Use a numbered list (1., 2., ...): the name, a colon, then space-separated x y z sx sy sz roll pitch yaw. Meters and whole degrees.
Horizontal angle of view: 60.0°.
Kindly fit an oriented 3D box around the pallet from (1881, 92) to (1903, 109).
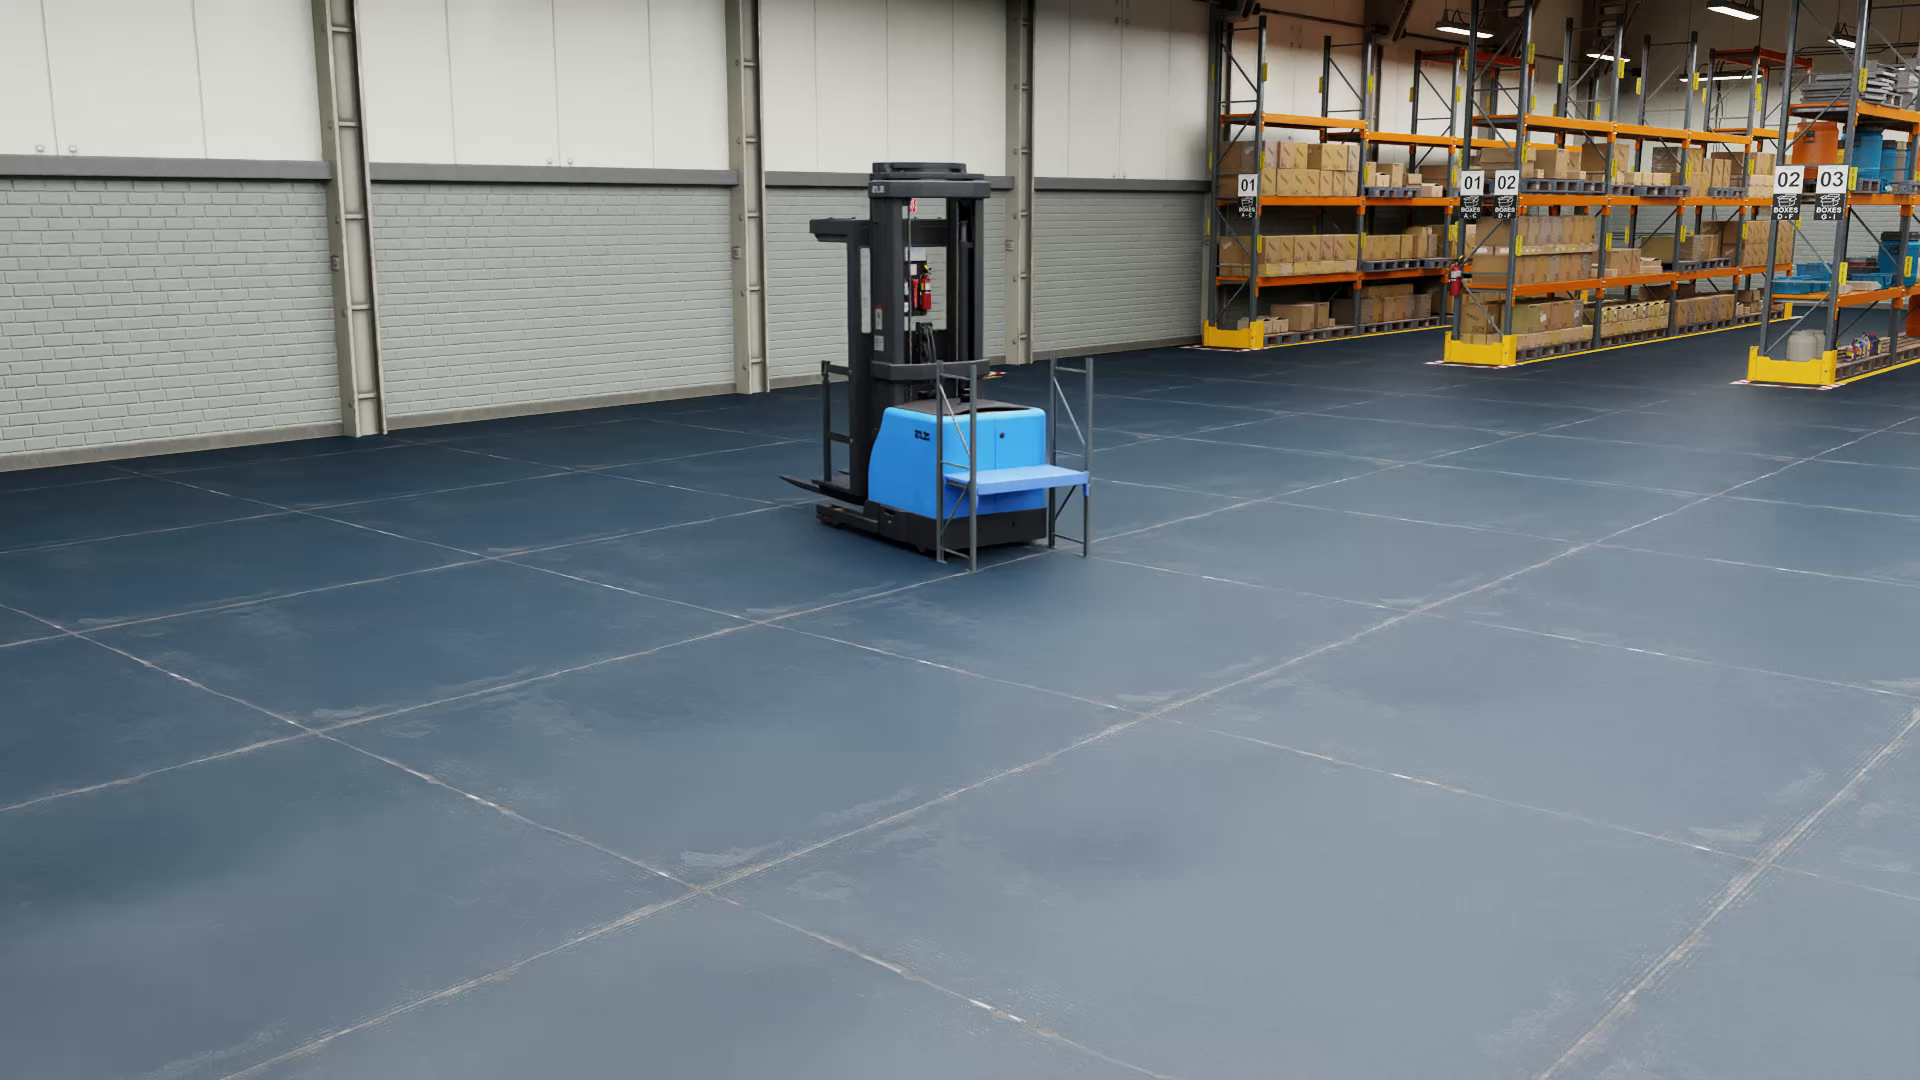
1. pallet: 13.893 -6.792 25.743 1.003 0.211 1.213 10 15 40

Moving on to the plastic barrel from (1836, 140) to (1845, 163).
1. plastic barrel: 13.238 -5.808 25.423 0.600 0.588 0.600 0 11 0

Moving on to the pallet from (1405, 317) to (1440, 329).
1. pallet: 9.903 -4.831 36.859 1.003 0.211 1.213 10 15 40

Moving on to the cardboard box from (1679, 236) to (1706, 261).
1. cardboard box: 15.222 -6.145 34.992 0.500 0.500 0.700 -9 14 -37

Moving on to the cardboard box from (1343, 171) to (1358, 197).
1. cardboard box: 7.631 -7.148 33.374 0.500 0.500 0.500 10 15 42

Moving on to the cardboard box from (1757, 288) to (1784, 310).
1. cardboard box: 19.251 -5.728 39.491 0.500 0.500 0.500 10 15 40

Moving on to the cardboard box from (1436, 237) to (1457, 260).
1. cardboard box: 10.933 -6.556 37.312 0.500 0.500 0.500 10 15 42

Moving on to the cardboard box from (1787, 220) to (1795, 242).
1. cardboard box: 19.337 -7.288 39.236 0.500 0.500 0.500 10 15 40

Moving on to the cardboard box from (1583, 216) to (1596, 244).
1. cardboard box: 11.215 -5.704 30.542 0.700 0.500 0.500 10 15 41

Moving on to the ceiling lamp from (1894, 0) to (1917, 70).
1. ceiling lamp: 23.073 -12.725 39.045 2.000 3.185 0.800 10 15 40

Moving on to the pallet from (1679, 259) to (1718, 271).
1. pallet: 15.424 -5.866 35.411 1.003 0.211 1.213 10 15 40

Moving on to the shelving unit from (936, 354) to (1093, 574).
1. shelving unit: 0.403 -0.589 12.329 1.048 1.500 0.538 -7 13 -31

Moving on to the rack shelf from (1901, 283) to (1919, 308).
1. rack shelf: 16.542 -4.385 29.344 1.077 0.370 4.000 10 15 40

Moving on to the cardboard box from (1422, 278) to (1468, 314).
1. cardboard box: 11.004 -5.556 37.786 0.750 0.750 0.750 10 15 40

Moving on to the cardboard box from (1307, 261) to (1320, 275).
1. cardboard box: 6.708 -5.330 32.568 0.500 0.250 0.500 10 15 41

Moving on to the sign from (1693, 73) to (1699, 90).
1. sign: 14.563 -9.079 32.905 0.100 0.325 0.005 10 15 40

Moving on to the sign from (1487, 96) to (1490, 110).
1. sign: 12.660 -10.454 39.790 0.100 0.325 0.005 10 15 40

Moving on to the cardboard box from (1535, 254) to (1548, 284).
1. cardboard box: 9.856 -4.762 29.141 0.700 0.500 0.500 10 15 41

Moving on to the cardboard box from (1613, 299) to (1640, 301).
1. cardboard box: 13.578 -4.767 33.934 0.500 0.311 0.500 10 15 42

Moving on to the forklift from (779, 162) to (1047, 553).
1. forklift: -0.540 -1.582 13.649 1.130 2.935 3.031 -7 13 -32

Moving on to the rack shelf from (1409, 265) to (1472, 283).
1. rack shelf: 11.741 -6.254 38.704 1.077 0.370 4.000 10 15 40

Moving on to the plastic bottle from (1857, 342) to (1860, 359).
1. plastic bottle: 14.305 -3.025 26.538 0.097 0.271 0.097 0 11 0

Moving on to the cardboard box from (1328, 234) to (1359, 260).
1. cardboard box: 7.700 -5.919 33.605 0.500 0.500 0.500 10 15 40

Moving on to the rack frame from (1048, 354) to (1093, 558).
1. rack frame: 0.834 -0.641 12.594 0.032 1.500 0.500 -7 13 -31

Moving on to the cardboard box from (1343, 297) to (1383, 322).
1. cardboard box: 8.557 -4.907 35.382 0.700 0.500 0.500 9 15 39

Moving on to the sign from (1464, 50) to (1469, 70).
1. sign: 8.465 -8.007 27.738 0.100 0.325 0.005 10 15 40

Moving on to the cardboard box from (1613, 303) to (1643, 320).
1. cardboard box: 12.977 -4.472 32.460 0.500 0.311 0.500 10 15 42

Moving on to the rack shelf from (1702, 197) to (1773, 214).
1. rack shelf: 18.104 -7.674 38.153 1.077 0.370 4.000 10 15 40

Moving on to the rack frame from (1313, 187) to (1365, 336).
1. rack frame: 7.780 -5.725 34.214 1.000 3.000 0.127 10 15 40

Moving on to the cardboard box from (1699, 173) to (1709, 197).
1. cardboard box: 15.086 -7.413 34.755 0.910 0.500 0.500 10 15 40

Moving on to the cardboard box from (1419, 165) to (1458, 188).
1. cardboard box: 10.691 -8.126 37.201 0.700 0.500 0.500 8 14 36

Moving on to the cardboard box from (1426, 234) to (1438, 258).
1. cardboard box: 10.118 -6.507 36.755 0.700 0.500 0.500 8 14 34

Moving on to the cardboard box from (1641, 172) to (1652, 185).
1. cardboard box: 13.168 -7.040 32.454 0.500 0.250 0.500 9 15 39

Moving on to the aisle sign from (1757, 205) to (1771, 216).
1. aisle sign: 19.249 -8.173 39.835 0.394 0.787 0.004 10 15 40

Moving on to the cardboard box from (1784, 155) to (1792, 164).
1. cardboard box: 19.098 -8.783 39.059 0.700 0.500 0.500 10 15 40

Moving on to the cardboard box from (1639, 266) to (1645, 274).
1. cardboard box: 13.344 -5.355 33.005 0.250 0.149 0.380 -11 16 -43

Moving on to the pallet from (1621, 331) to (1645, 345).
1. pallet: 12.766 -4.011 32.754 1.003 0.211 1.213 10 15 40

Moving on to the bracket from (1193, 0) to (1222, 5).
1. bracket: 3.232 -9.569 28.957 0.076 0.066 4.783 10 15 40

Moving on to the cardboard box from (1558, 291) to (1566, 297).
1. cardboard box: 14.984 -6.281 42.308 0.700 0.500 0.500 10 15 40

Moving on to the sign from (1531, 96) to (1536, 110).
1. sign: 13.476 -10.272 39.078 0.100 0.325 0.005 10 15 40

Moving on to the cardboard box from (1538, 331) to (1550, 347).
1. cardboard box: 10.042 -3.551 29.281 0.500 0.250 0.500 10 15 40

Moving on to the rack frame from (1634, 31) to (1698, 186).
1. rack frame: 14.144 -8.615 33.369 1.000 3.000 0.127 10 15 40

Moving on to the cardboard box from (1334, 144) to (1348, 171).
1. cardboard box: 7.297 -7.553 32.853 0.500 0.500 0.500 11 16 43

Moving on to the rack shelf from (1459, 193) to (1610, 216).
1. rack shelf: 10.183 -5.909 29.313 1.077 0.370 4.000 10 15 40

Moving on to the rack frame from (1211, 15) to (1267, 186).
1. rack frame: 5.139 -8.078 30.680 1.000 3.000 0.127 10 15 40

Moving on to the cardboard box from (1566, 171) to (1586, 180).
1. cardboard box: 10.913 -6.494 29.620 0.380 0.149 0.250 10 15 40

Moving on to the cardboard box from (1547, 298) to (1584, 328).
1. cardboard box: 11.023 -4.141 30.321 0.500 0.500 0.500 10 15 40

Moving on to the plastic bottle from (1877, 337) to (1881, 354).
1. plastic bottle: 15.152 -3.214 27.456 0.061 0.283 0.133 11 16 43

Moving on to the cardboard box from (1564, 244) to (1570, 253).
1. cardboard box: 10.646 -5.197 29.663 0.380 0.149 0.250 10 15 42

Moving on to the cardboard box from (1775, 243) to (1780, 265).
1. cardboard box: 18.660 -6.649 38.585 0.500 0.500 0.500 10 15 41

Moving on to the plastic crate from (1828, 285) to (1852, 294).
1. plastic crate: 13.414 -3.816 25.331 0.298 0.136 0.250 10 15 40

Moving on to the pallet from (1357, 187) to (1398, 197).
1. pallet: 8.267 -7.180 34.324 1.213 0.211 1.003 10 15 40

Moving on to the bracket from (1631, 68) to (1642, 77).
1. bracket: 18.939 -13.070 46.484 0.235 0.232 0.430 10 15 40

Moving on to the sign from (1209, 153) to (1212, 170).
1. sign: 4.736 -7.116 31.261 0.100 0.325 0.005 10 15 40

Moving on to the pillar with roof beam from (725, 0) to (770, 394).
1. pillar with roof beam: 0.264 -5.971 20.129 9.100 9.000 0.400 10 15 40

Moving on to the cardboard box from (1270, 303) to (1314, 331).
1. cardboard box: 6.562 -4.401 32.848 0.700 0.500 0.500 9 14 37

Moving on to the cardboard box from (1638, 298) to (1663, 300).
1. cardboard box: 14.585 -4.831 34.999 0.500 0.500 0.500 11 15 43

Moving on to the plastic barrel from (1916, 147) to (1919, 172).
1. plastic barrel: 16.725 -6.525 29.465 0.600 0.830 0.708 10 15 40

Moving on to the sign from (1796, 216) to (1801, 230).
1. sign: 19.828 -7.498 39.331 0.100 0.325 0.005 10 15 40

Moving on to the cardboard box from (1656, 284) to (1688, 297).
1. cardboard box: 15.291 -5.359 35.726 0.500 0.250 0.500 9 15 39
